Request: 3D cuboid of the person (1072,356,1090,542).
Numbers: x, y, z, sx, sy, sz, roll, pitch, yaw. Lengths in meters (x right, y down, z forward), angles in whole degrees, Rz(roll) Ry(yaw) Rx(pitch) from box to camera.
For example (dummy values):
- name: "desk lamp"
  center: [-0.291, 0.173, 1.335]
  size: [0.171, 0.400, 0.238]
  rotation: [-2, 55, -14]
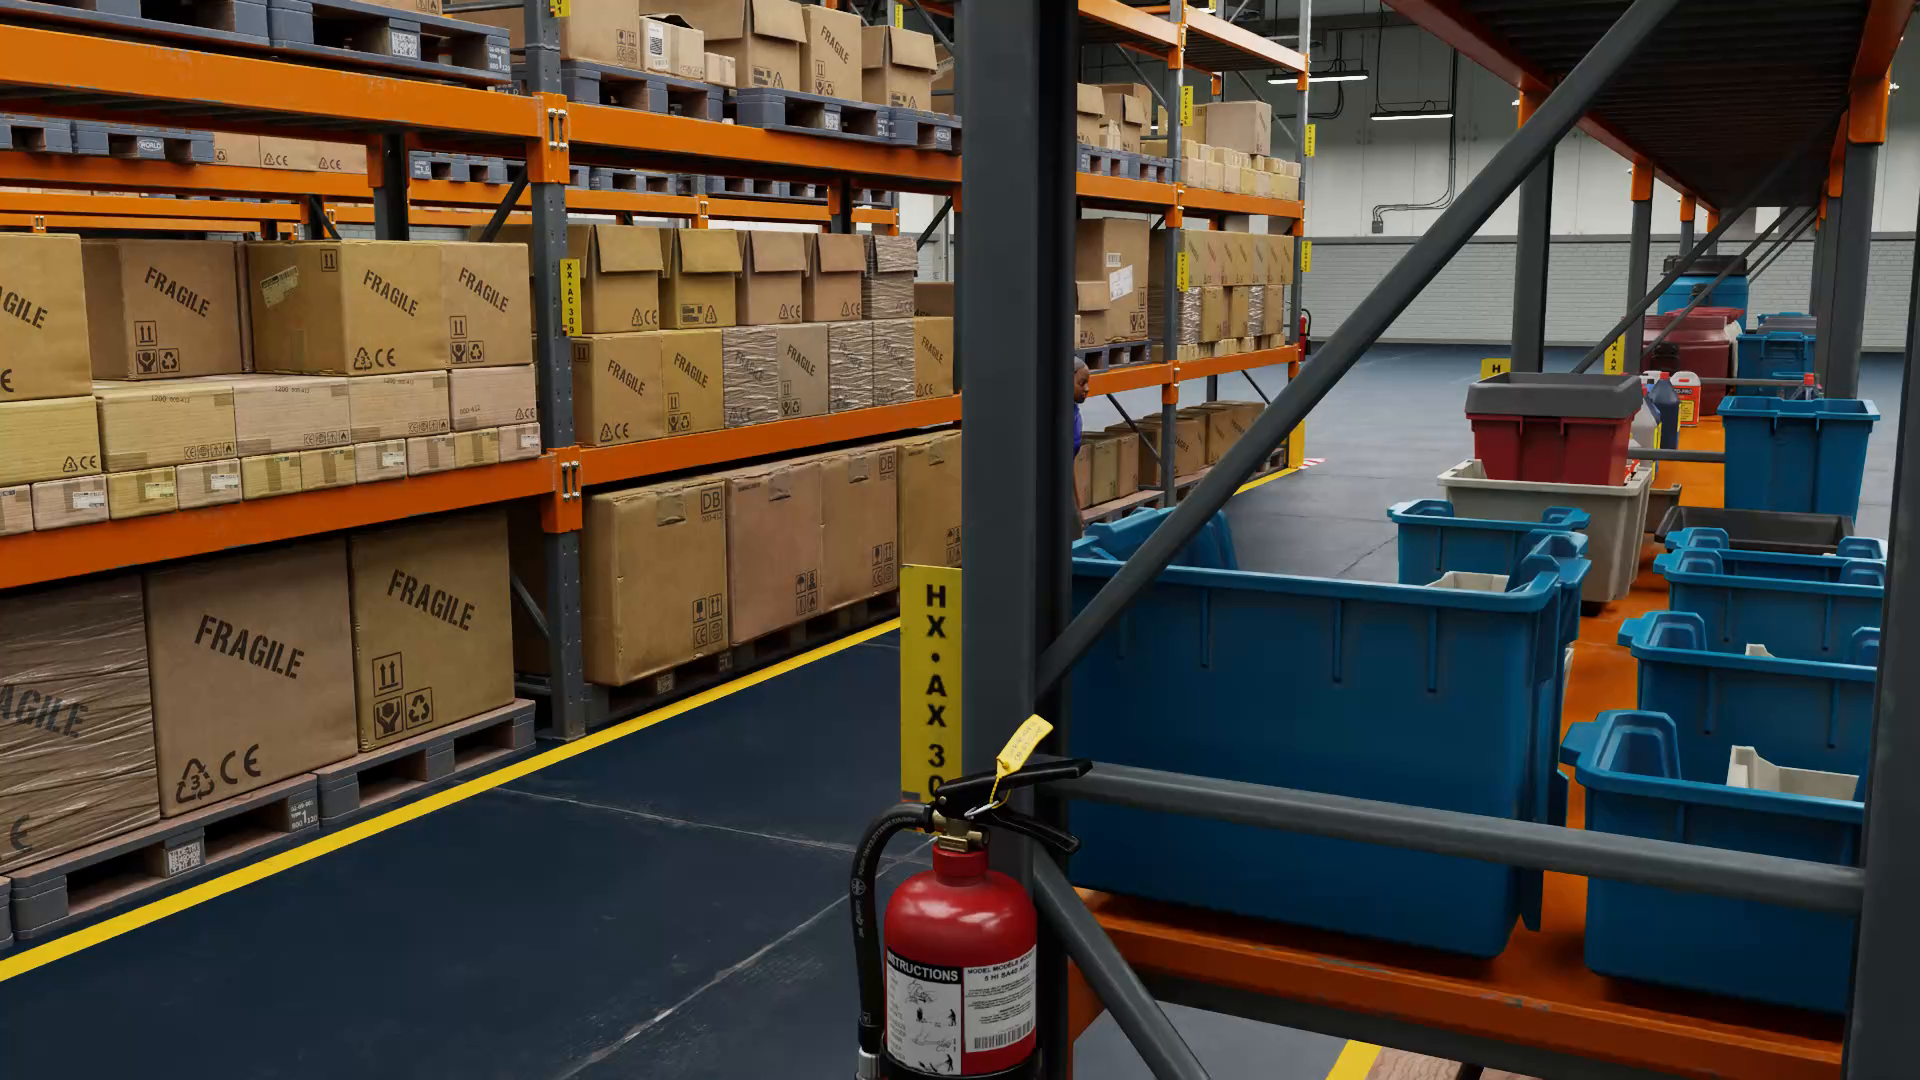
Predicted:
- name: "person"
  center: [0.511, -0.130, 8.790]
  size: [0.349, 1.624, 0.504]
  rotation: [5, 10, 27]
